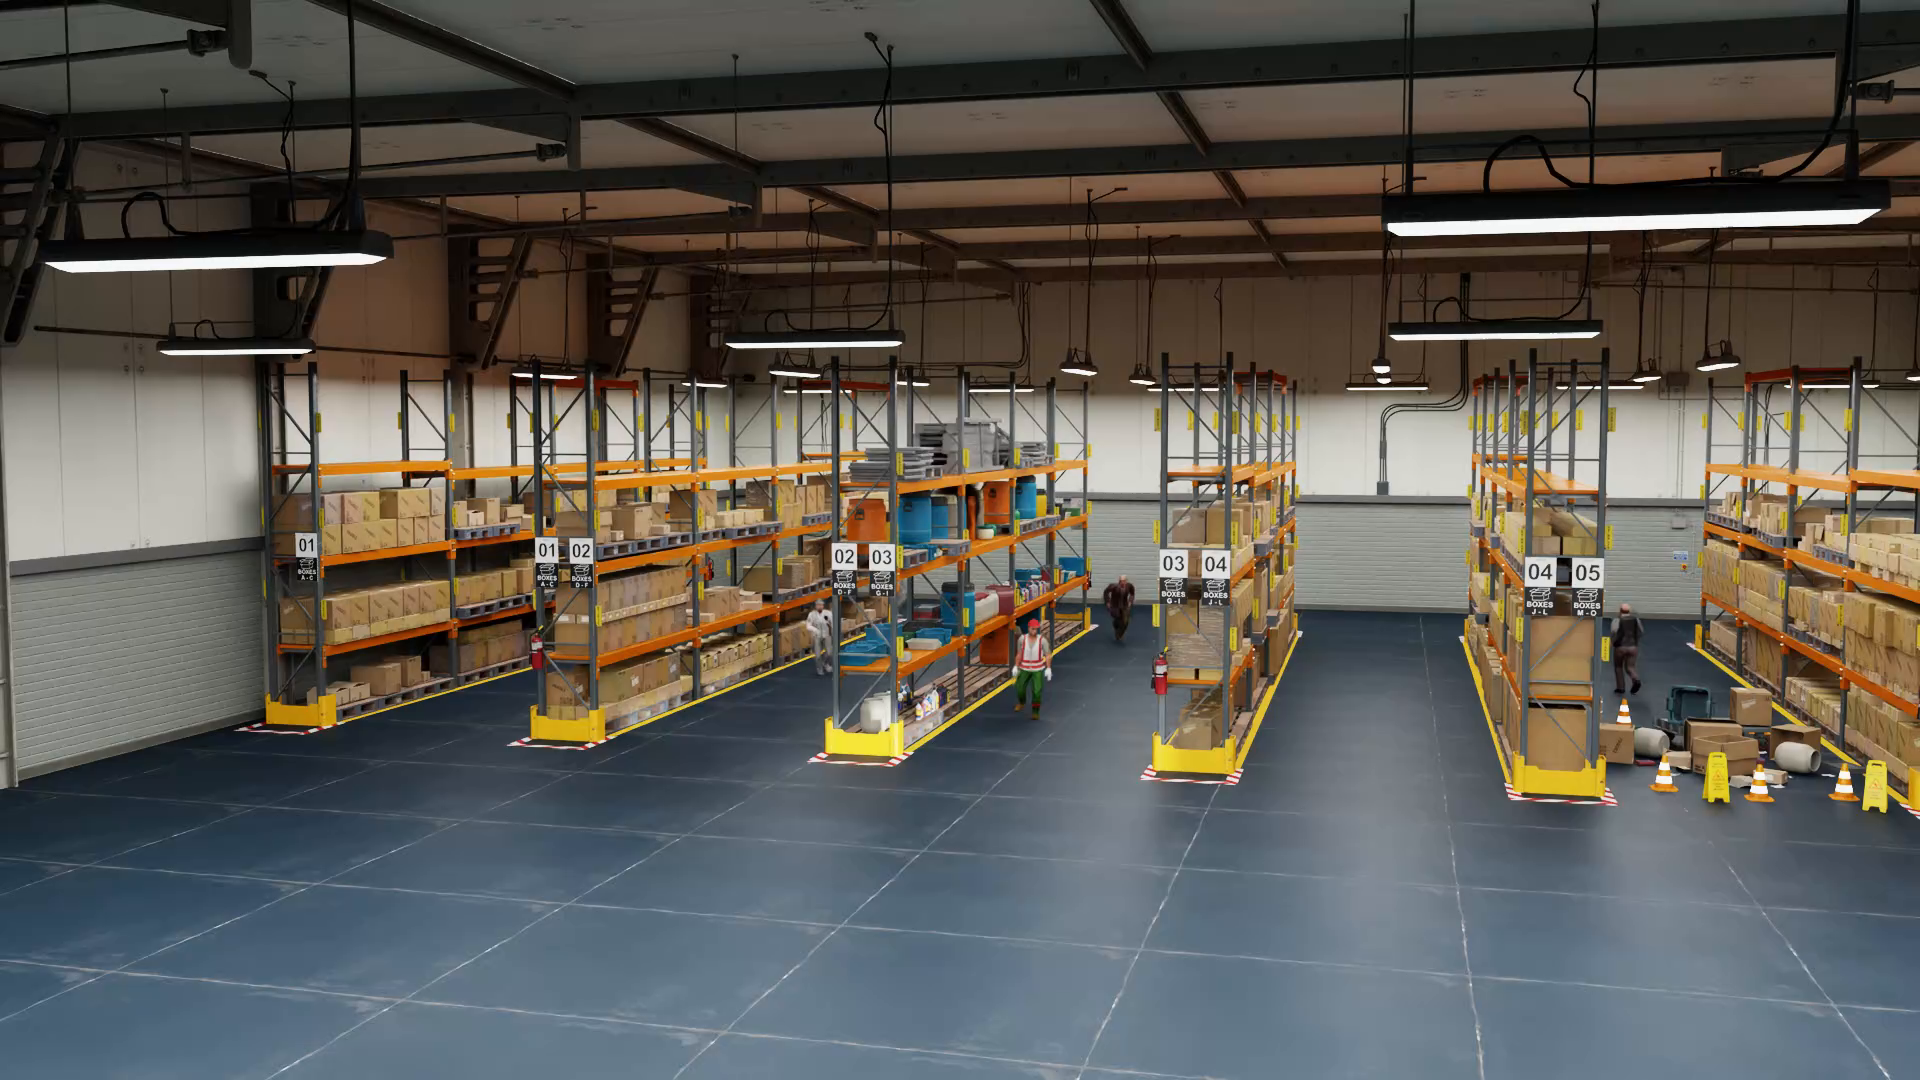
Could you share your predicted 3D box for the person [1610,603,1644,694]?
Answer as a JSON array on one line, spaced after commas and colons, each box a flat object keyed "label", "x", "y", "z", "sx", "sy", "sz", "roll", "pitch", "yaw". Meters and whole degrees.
[{"label": "person", "x": 12.294, "y": 2.059, "z": 30.605, "sx": 0.656, "sy": 1.600, "sz": 0.796, "roll": 0, "pitch": 4, "yaw": 1}]

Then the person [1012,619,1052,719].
[{"label": "person", "x": 1.222, "y": 2.161, "z": 27.960, "sx": 0.697, "sy": 1.712, "sz": 0.639, "roll": 1, "pitch": 4, "yaw": 9}]

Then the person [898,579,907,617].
[{"label": "person", "x": -1.639, "y": 1.191, "z": 42.754, "sx": 0.505, "sy": 1.625, "sz": 0.578, "roll": 1, "pitch": 4, "yaw": 20}]

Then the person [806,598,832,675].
[{"label": "person", "x": -2.733, "y": 1.909, "z": 32.828, "sx": 0.607, "sy": 1.579, "sz": 0.749, "roll": 0, "pitch": 4, "yaw": -6}]

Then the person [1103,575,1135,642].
[{"label": "person", "x": 3.619, "y": 1.538, "z": 37.974, "sx": 0.727, "sy": 1.554, "sz": 0.874, "roll": -1, "pitch": 4, "yaw": -8}]
